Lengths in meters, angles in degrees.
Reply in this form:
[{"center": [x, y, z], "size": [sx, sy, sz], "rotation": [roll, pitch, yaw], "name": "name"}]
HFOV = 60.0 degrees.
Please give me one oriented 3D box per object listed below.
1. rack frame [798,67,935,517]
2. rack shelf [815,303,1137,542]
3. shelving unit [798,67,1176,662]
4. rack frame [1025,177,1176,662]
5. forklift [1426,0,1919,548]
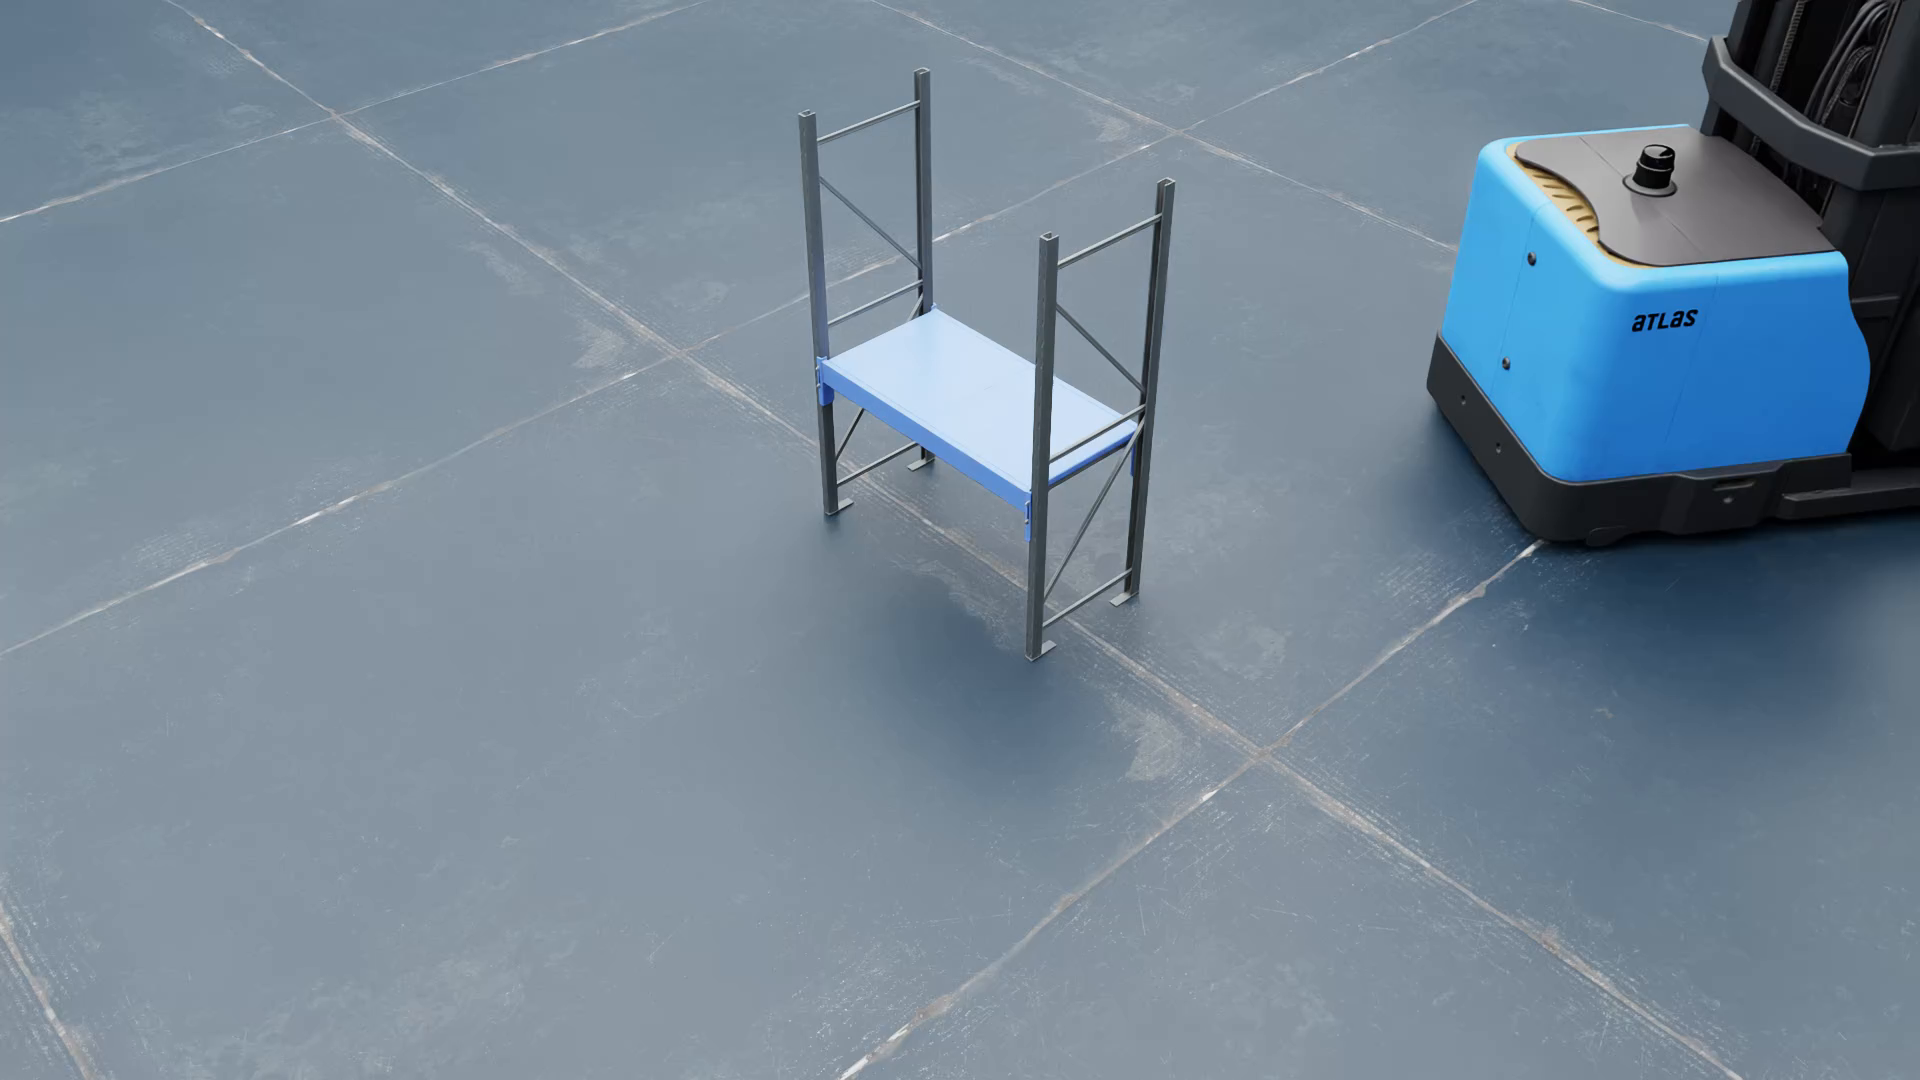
[{"center": [-0.286, -0.779, 5.521], "size": [0.500, 1.500, 0.032], "rotation": [-30, 48, -32], "name": "rack frame"}, {"center": [0.058, -0.404, 5.343], "size": [0.538, 0.185, 1.000], "rotation": [-30, 48, -32], "name": "rack shelf"}, {"center": [0.058, -0.544, 5.230], "size": [0.538, 1.500, 1.048], "rotation": [-30, 48, -32], "name": "shelving unit"}, {"center": [0.402, -0.309, 4.939], "size": [0.500, 1.500, 0.032], "rotation": [-30, 48, -32], "name": "rack frame"}, {"center": [3.348, -1.559, 5.347], "size": [3.031, 2.935, 1.130], "rotation": [-6, 39, -8], "name": "forklift"}]
